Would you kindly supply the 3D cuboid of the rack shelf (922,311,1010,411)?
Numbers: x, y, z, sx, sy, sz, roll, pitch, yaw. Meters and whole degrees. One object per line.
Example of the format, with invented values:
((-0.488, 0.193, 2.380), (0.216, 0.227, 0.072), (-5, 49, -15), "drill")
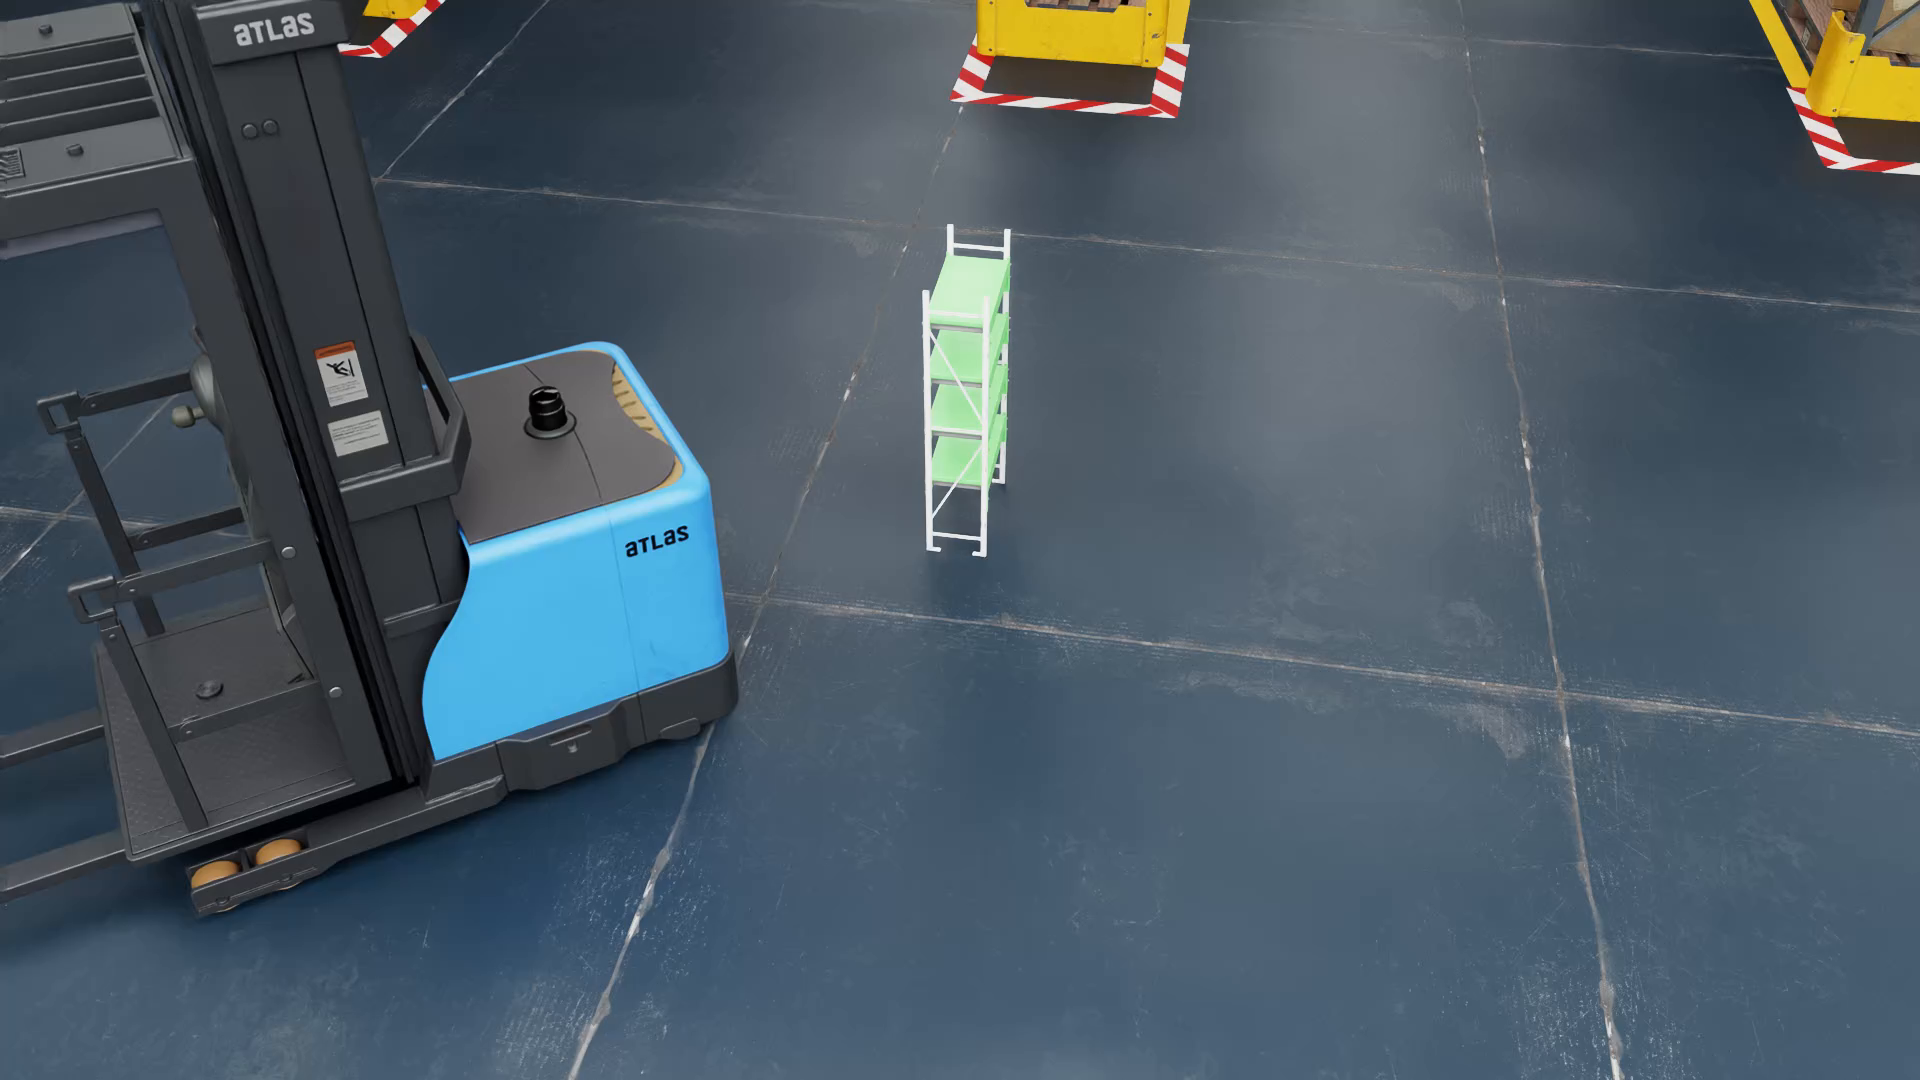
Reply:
((0.029, -0.702, 6.381), (0.258, 0.148, 0.480), (6, 40, 8), "rack shelf")

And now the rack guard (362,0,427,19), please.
((-4.148, -3.762, 10.907), (1.175, 0.500, 0.348), (6, 40, 8), "rack guard")

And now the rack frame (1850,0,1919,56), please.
((5.613, -3.645, 8.805), (1.000, 3.000, 0.127), (6, 40, 8), "rack frame")

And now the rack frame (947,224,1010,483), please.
((0.071, -0.719, 6.679), (0.240, 1.200, 0.015), (6, 40, 8), "rack frame")

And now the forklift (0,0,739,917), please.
((-2.339, -0.328, 4.847), (3.031, 2.935, 1.130), (-18, 43, -21), "forklift")

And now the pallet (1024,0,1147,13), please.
((0.847, -3.679, 11.034), (1.003, 0.211, 1.213), (6, 40, 8), "pallet")

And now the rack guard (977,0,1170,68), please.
((0.701, -3.281, 10.326), (1.175, 0.500, 0.348), (6, 40, 8), "rack guard")

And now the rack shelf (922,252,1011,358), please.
((0.029, -0.887, 6.228), (0.258, 0.148, 0.480), (6, 40, 8), "rack shelf")

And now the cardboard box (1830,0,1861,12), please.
((5.807, -3.613, 10.398), (0.500, 0.500, 0.500), (17, 42, 19), "cardboard box")

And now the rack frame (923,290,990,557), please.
((-0.014, -0.413, 6.308), (0.240, 1.200, 0.015), (6, 40, 8), "rack frame")

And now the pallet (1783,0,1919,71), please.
((5.801, -3.124, 10.363), (1.003, 0.211, 1.213), (6, 40, 8), "pallet")

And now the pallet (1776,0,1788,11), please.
((6.015, -3.888, 11.287), (1.003, 0.211, 1.213), (6, 40, 8), "pallet")

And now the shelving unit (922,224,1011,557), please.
((0.029, -0.566, 6.493), (0.258, 1.200, 0.503), (6, 40, 8), "shelving unit")

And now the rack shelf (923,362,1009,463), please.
((0.029, -0.517, 6.534), (0.258, 0.148, 0.480), (6, 40, 8), "rack shelf")

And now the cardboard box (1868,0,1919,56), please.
((5.737, -3.234, 9.940), (0.500, 0.500, 0.500), (14, 41, 16), "cardboard box")

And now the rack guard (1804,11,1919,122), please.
((5.626, -2.730, 9.659), (1.175, 0.500, 0.348), (6, 40, 8), "rack guard")

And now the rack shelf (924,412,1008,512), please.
((0.029, -0.332, 6.687), (0.258, 0.148, 0.480), (6, 40, 8), "rack shelf")
